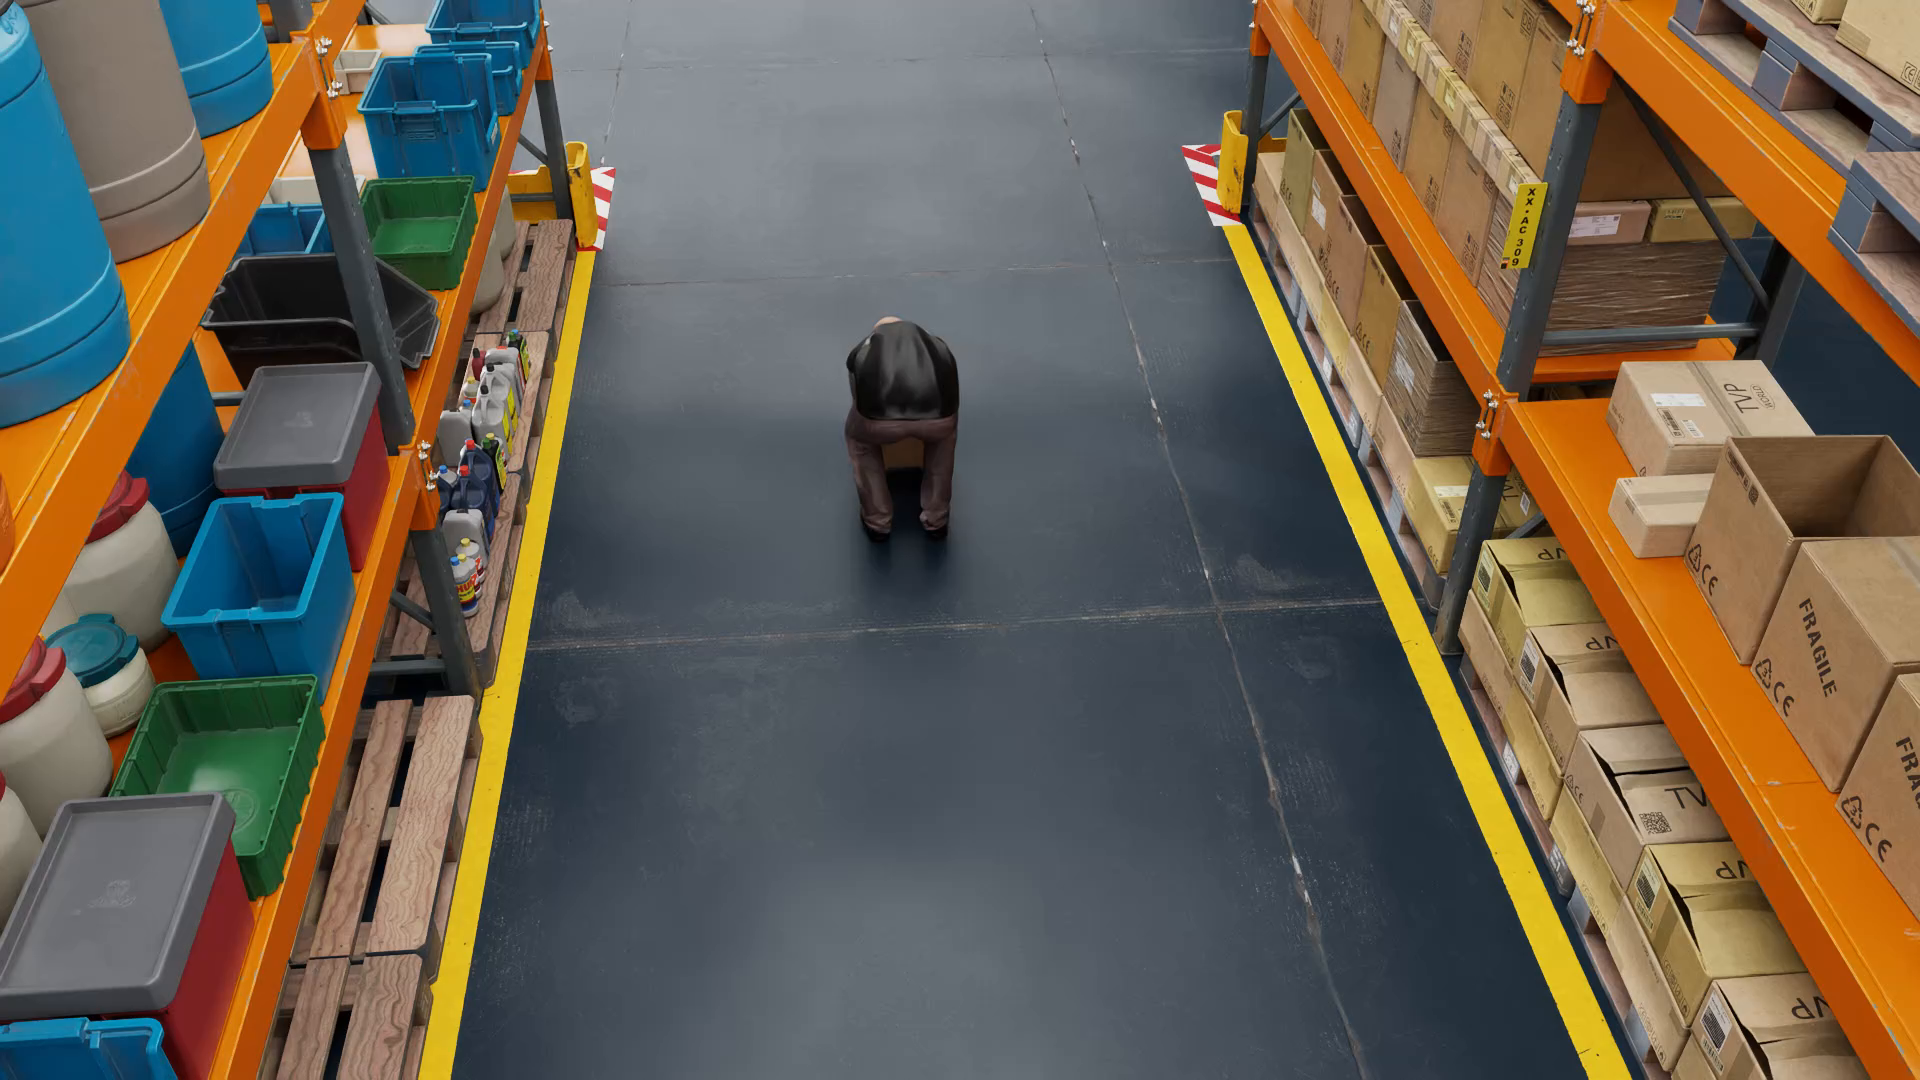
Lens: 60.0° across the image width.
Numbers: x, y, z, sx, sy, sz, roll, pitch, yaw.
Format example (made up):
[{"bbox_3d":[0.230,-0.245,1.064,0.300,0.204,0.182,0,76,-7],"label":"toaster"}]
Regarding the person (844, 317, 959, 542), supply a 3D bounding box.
[{"bbox_3d":[-0.270,-0.565,7.459,0.508,0.987,0.945,-5,39,-6],"label":"person"}]
